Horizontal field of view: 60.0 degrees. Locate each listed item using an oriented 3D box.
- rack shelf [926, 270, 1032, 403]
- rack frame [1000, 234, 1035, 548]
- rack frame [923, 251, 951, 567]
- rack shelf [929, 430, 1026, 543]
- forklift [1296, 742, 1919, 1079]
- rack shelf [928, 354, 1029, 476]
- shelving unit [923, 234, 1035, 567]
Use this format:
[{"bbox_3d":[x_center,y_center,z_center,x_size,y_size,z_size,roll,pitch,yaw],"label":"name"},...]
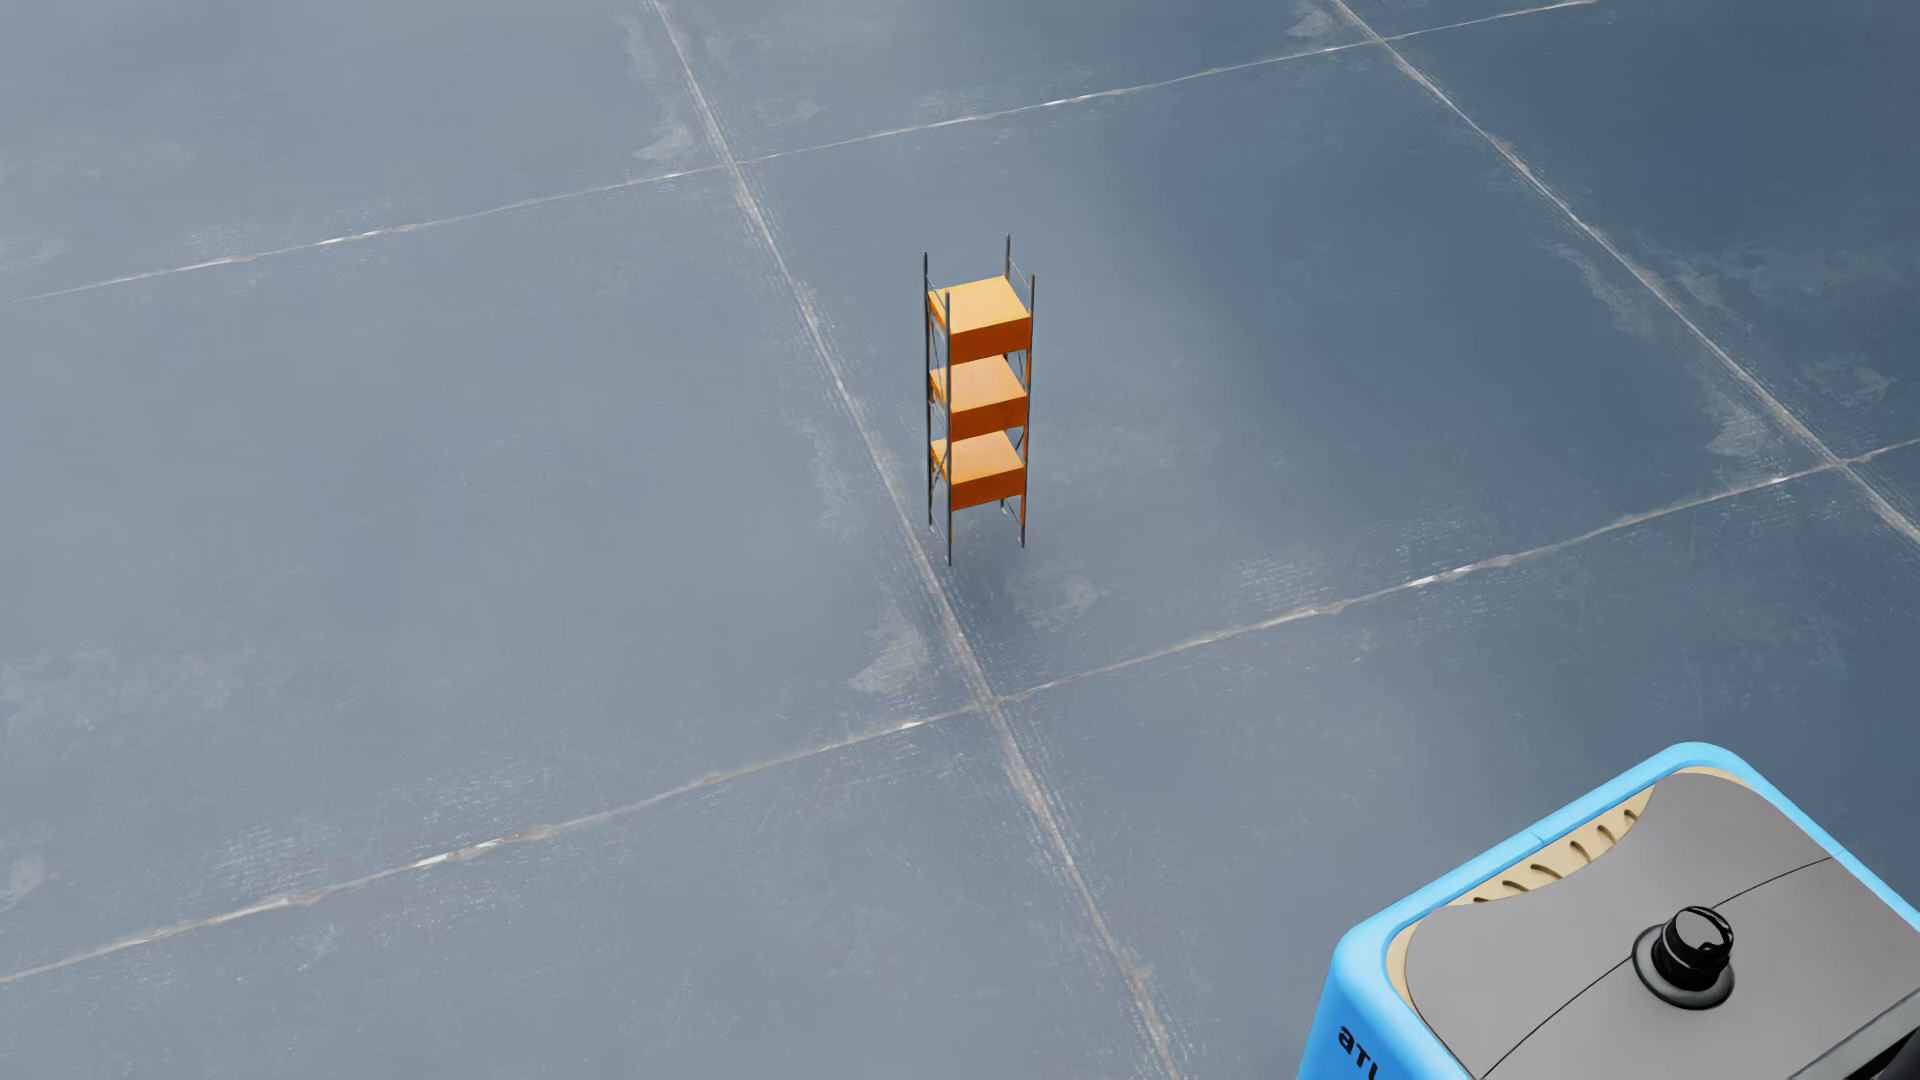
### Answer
[{"bbox_3d":[0.050,-0.576,4.697,0.240,0.259,0.215,-14,47,-14],"label":"rack shelf"},{"bbox_3d":[0.165,-0.413,4.920,0.008,1.050,0.200,-14,47,-14],"label":"rack frame"},{"bbox_3d":[-0.064,-0.354,4.862,0.008,1.050,0.200,-14,47,-14],"label":"rack frame"},{"bbox_3d":[0.050,-0.180,5.095,0.240,0.259,0.215,-14,47,-14],"label":"rack shelf"},{"bbox_3d":[1.843,1.181,2.004,1.130,2.935,3.031,-23,49,-21],"label":"forklift"},{"bbox_3d":[0.050,-0.376,4.898,0.240,0.259,0.215,-14,47,-14],"label":"rack shelf"},{"bbox_3d":[0.050,-0.383,4.891,0.252,1.050,0.215,-14,47,-14],"label":"shelving unit"}]
